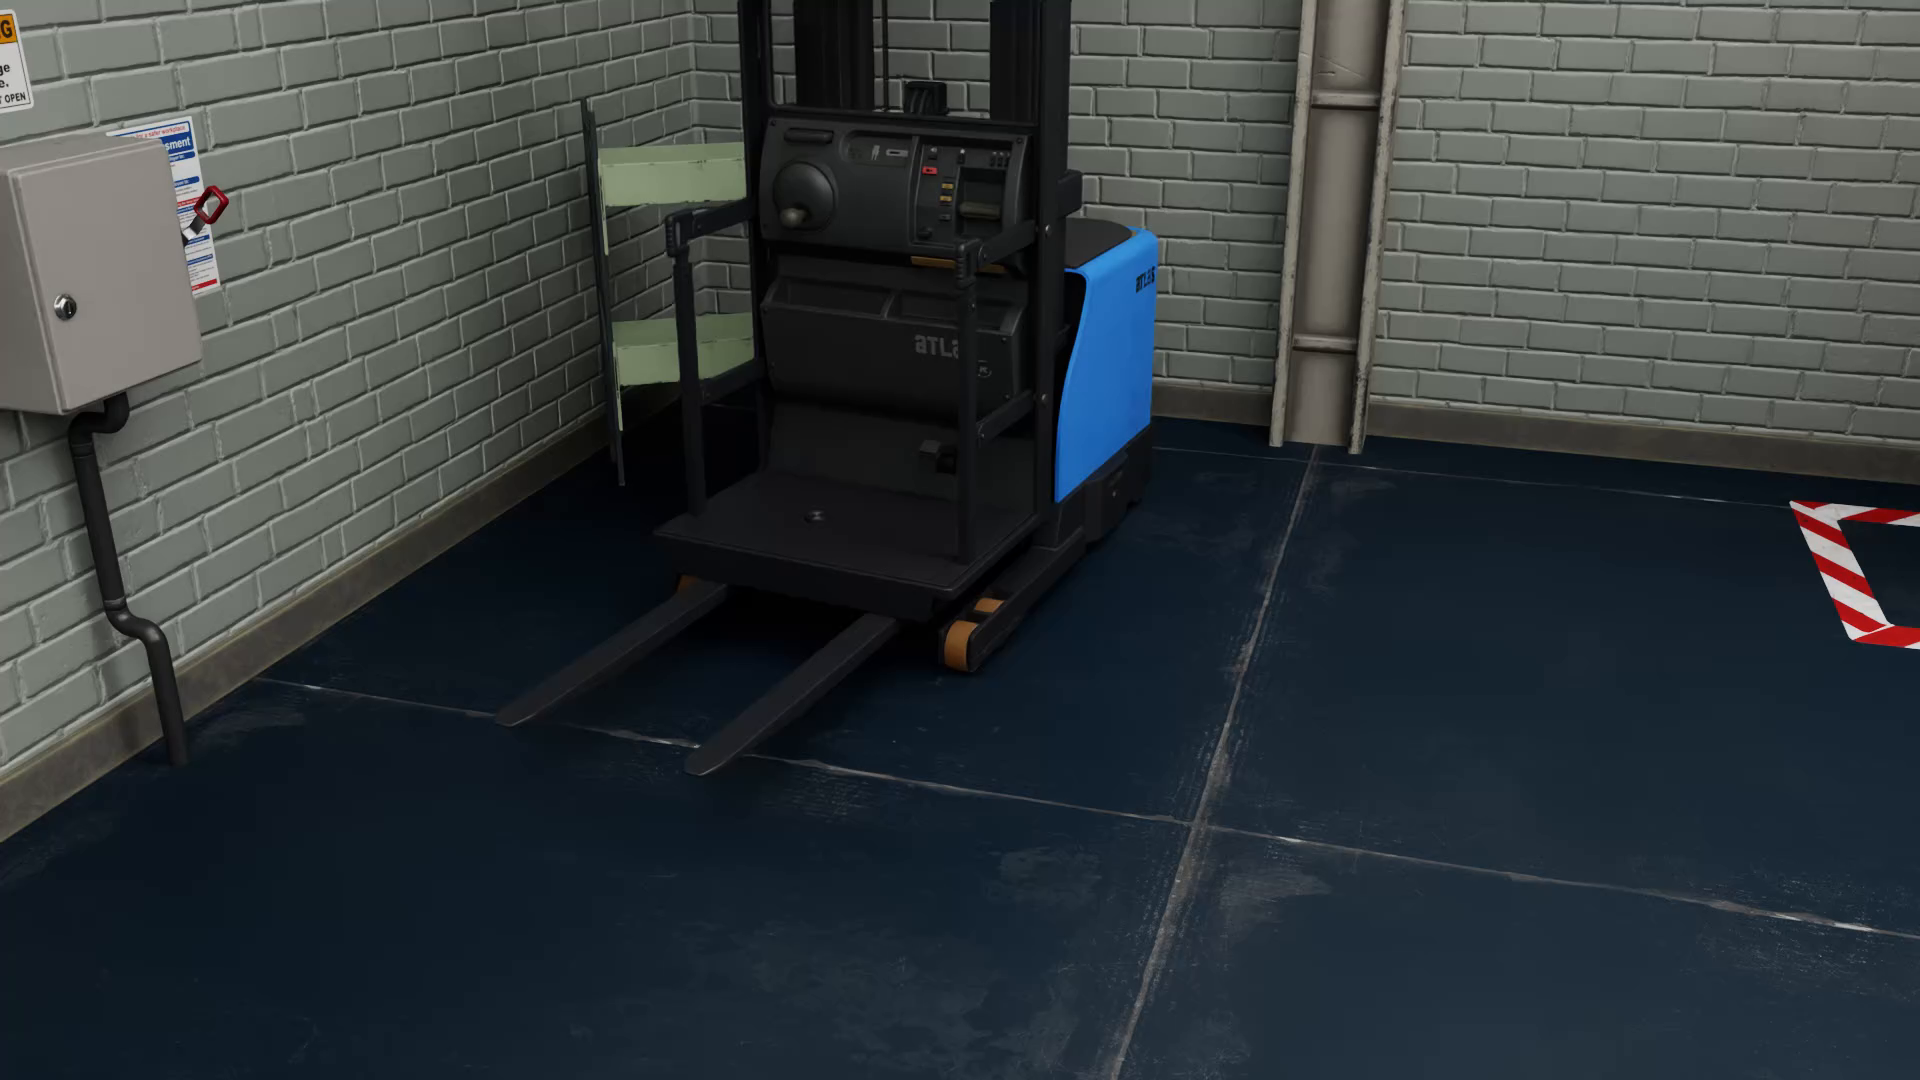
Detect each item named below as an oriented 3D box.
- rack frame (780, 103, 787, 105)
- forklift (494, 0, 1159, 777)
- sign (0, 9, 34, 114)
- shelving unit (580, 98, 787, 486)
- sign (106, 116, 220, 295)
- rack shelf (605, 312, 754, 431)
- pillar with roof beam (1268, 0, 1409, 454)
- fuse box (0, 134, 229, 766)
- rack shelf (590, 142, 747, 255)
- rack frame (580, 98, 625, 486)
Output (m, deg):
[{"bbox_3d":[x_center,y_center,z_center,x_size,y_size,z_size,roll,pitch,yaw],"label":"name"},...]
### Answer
[{"bbox_3d":[-0.736,-1.065,6.890,0.023,1.500,0.400,-6,23,-15],"label":"rack frame"},{"bbox_3d":[-0.314,-1.124,5.149,1.130,2.935,3.031,10,24,23],"label":"forklift"},{"bbox_3d":[-2.399,-1.149,4.030,0.001,0.242,0.339,7,23,16],"label":"sign"},{"bbox_3d":[-1.087,-1.026,6.795,0.755,1.500,0.431,-6,23,-15],"label":"shelving unit"},{"bbox_3d":[-2.240,-0.923,4.692,0.001,0.494,0.329,7,23,16],"label":"sign"},{"bbox_3d":[-1.087,-0.724,6.918,0.720,0.370,0.431,-6,23,-15],"label":"rack shelf"},{"bbox_3d":[0.340,-3.046,1.838,0.400,9.000,9.100,7,23,16],"label":"pillar with roof beam"},{"bbox_3d":[-2.185,-0.168,4.425,0.414,1.711,0.539,7,23,16],"label":"fuse box"},{"bbox_3d":[-1.087,-1.387,6.647,0.720,0.370,0.431,-6,23,-15],"label":"rack shelf"},{"bbox_3d":[-1.438,-0.987,6.699,0.023,1.500,0.400,-6,23,-15],"label":"rack frame"}]
